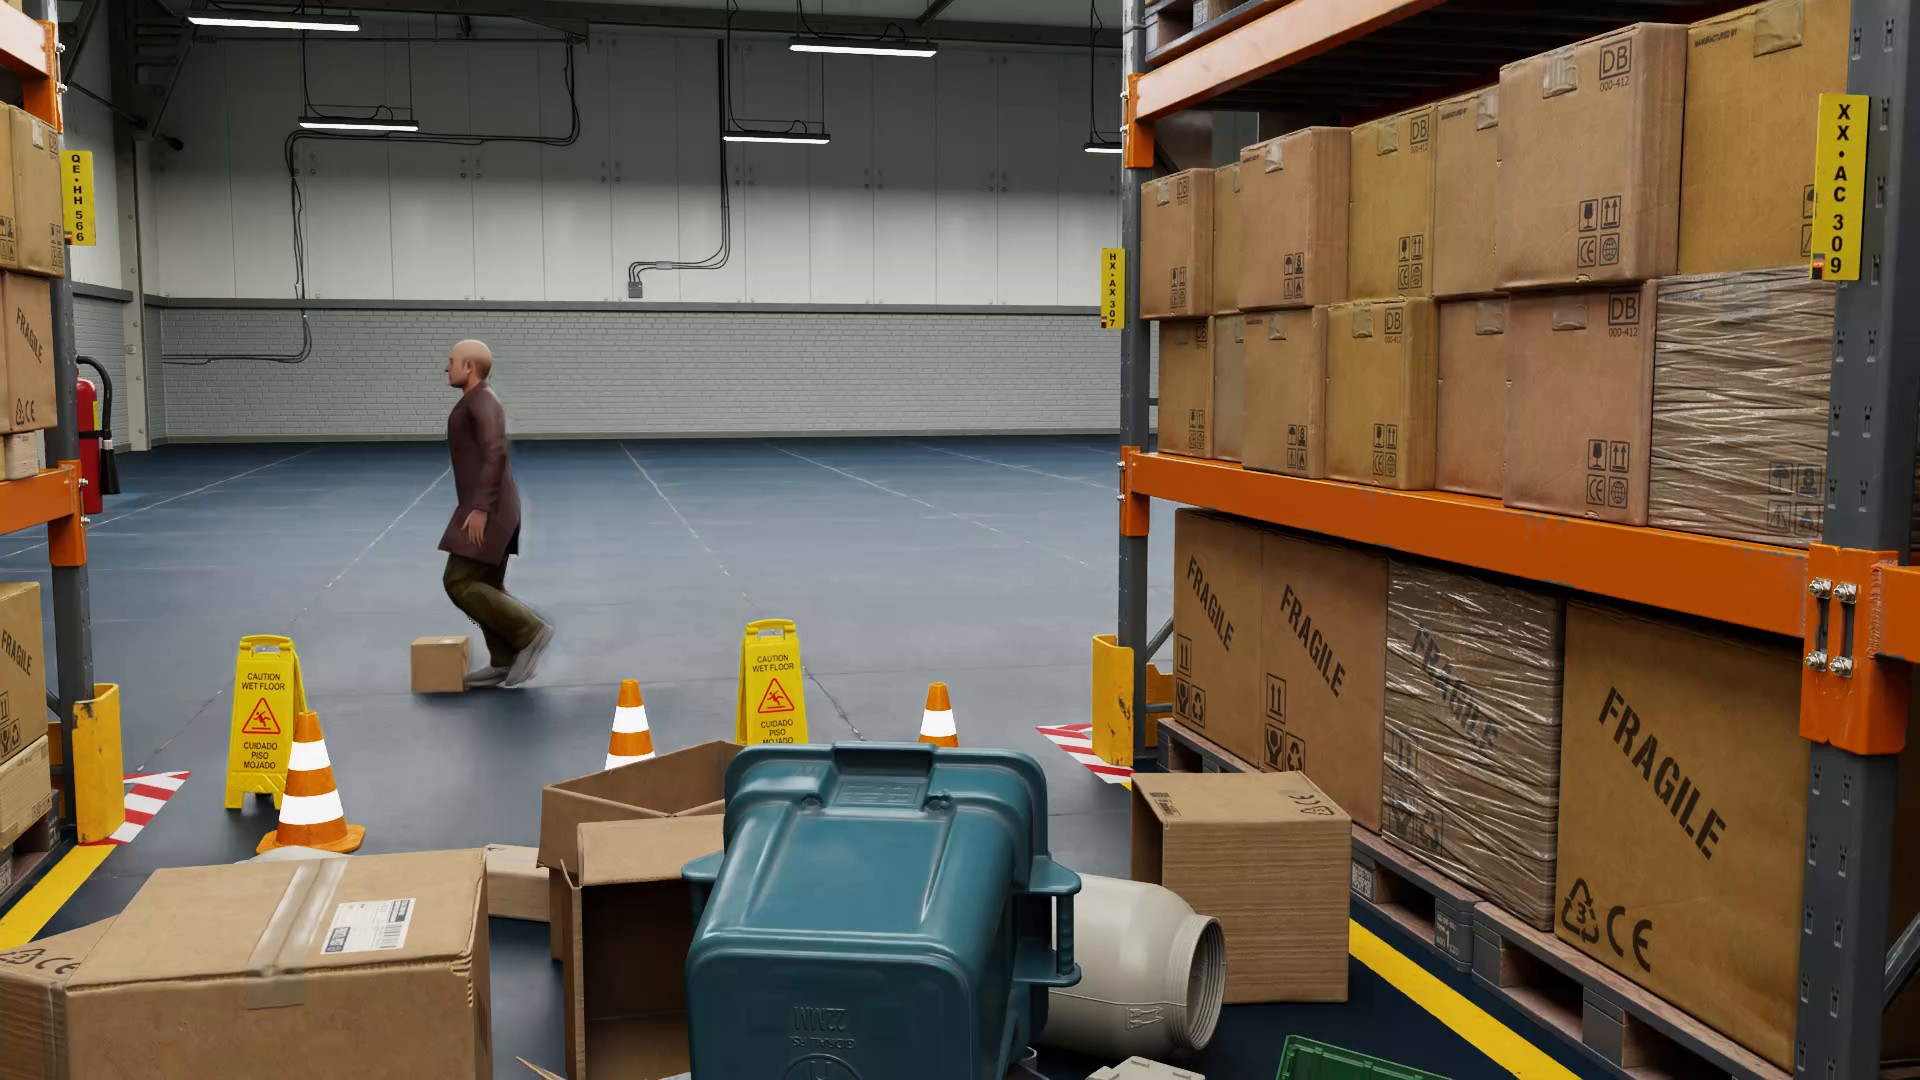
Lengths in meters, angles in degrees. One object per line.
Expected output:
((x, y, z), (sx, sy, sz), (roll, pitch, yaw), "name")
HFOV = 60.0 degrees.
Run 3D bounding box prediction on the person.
((-2.374, -0.031, 8.500), (0.564, 1.577, 0.647), (-2, 6, -15), "person")
